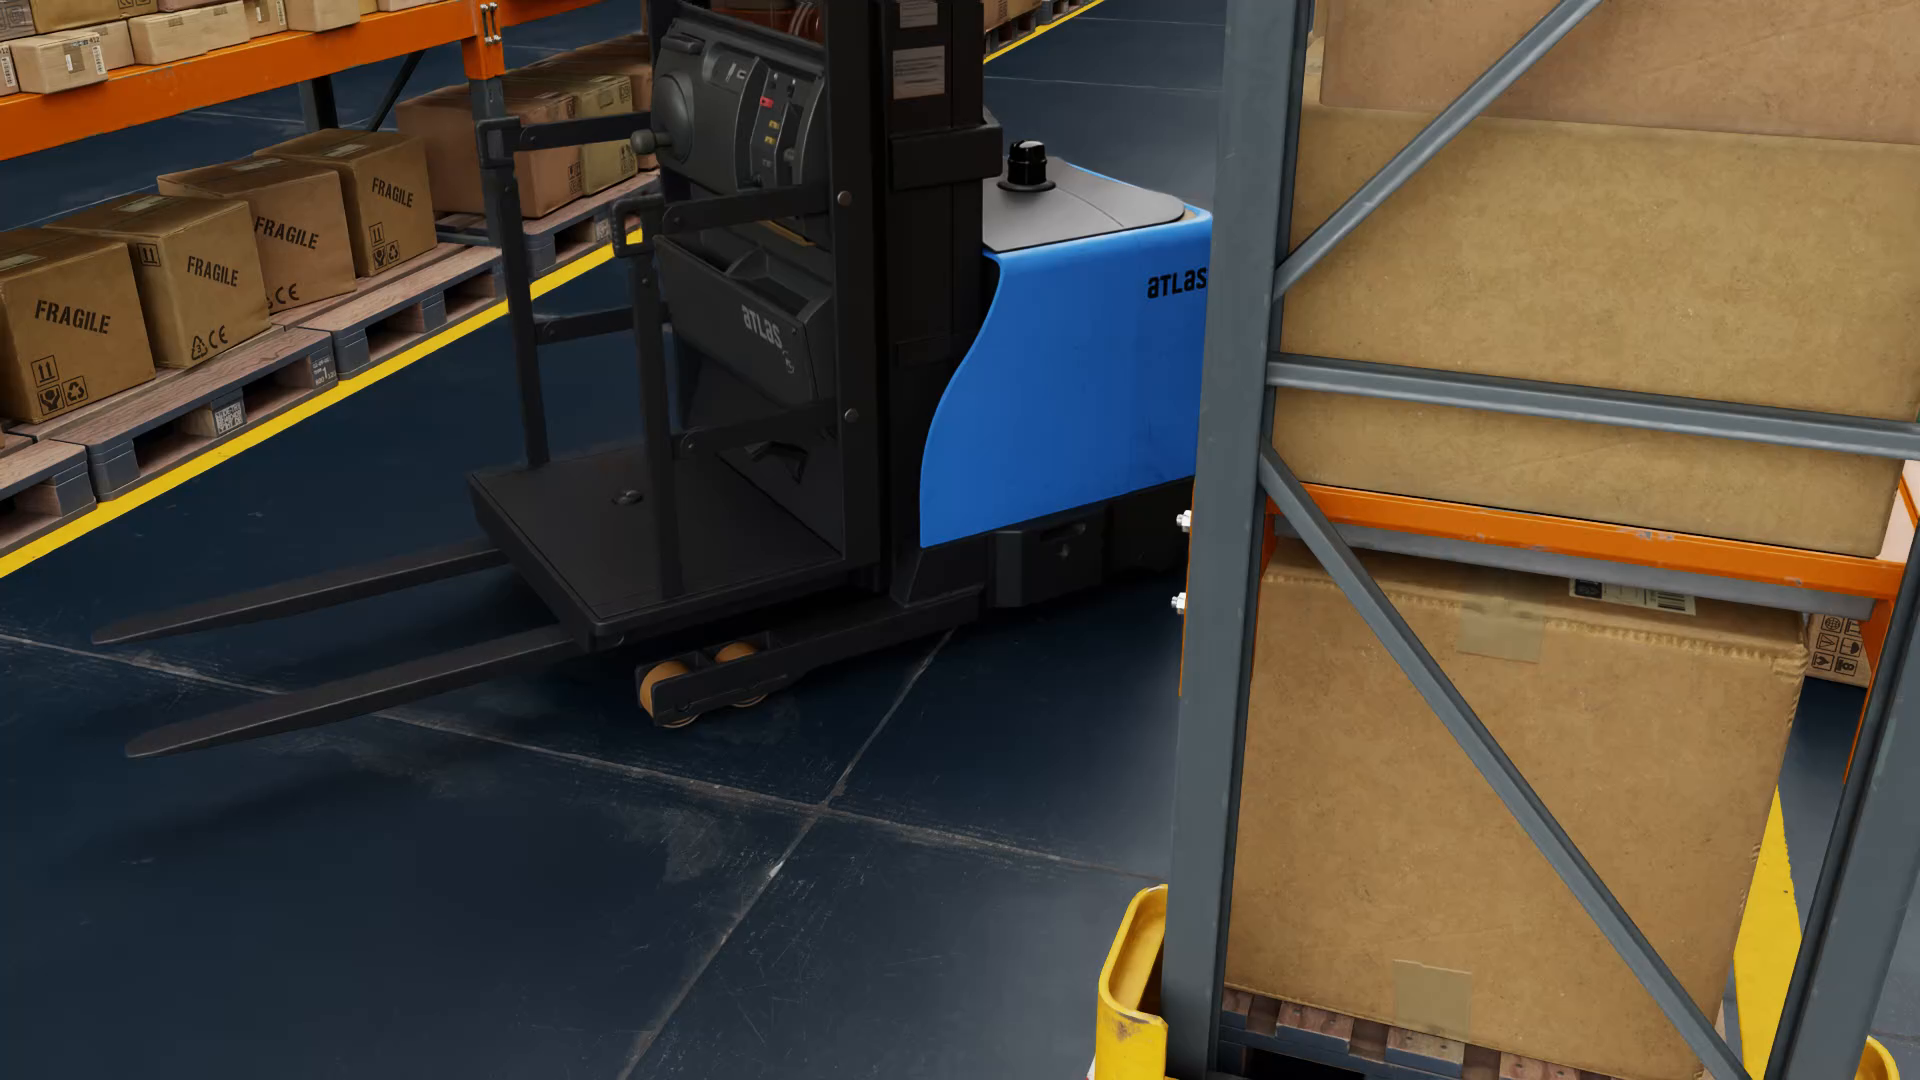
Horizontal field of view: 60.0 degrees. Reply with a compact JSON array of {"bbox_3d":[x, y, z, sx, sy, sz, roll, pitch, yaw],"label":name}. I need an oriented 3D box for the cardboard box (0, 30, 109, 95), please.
[{"bbox_3d":[-2.915,-1.501,5.195,0.380,0.149,0.250,9,27,17],"label":"cardboard box"}]

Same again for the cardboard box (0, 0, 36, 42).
[{"bbox_3d":[-3.356,-1.752,4.970,0.875,0.500,0.500,9,27,17],"label":"cardboard box"}]

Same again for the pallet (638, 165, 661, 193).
[{"bbox_3d":[-1.832,-2.141,9.429,1.003,0.211,1.213,9,27,17],"label":"pallet"}]

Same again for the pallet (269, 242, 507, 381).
[{"bbox_3d":[-2.684,-1.036,7.148,1.003,0.211,1.213,9,27,17],"label":"pallet"}]

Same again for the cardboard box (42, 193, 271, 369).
[{"bbox_3d":[-2.981,-0.975,6.208,0.500,0.500,0.500,6,27,13],"label":"cardboard box"}]

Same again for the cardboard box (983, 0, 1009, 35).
[{"bbox_3d":[-0.323,-4.460,12.975,1.225,0.875,0.875,8,27,16],"label":"cardboard box"}]

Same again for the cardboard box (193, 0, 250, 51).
[{"bbox_3d":[-2.751,-1.822,5.859,0.380,0.149,0.250,9,27,17],"label":"cardboard box"}]

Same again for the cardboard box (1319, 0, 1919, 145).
[{"bbox_3d":[0.978,-0.868,2.190,0.875,0.550,0.550,9,27,17],"label":"cardboard box"}]

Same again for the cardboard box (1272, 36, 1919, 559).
[{"bbox_3d":[0.899,-0.394,2.451,0.875,0.550,0.550,9,27,17],"label":"cardboard box"}]

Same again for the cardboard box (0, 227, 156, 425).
[{"bbox_3d":[-3.209,-0.752,5.748,0.500,0.500,0.500,11,28,22],"label":"cardboard box"}]

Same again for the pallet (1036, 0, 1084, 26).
[{"bbox_3d":[0.495,-4.906,15.141,1.003,0.211,1.213,9,27,17],"label":"pallet"}]

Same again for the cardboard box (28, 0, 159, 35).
[{"bbox_3d":[-3.179,-1.956,5.391,0.875,0.500,0.500,9,27,17],"label":"cardboard box"}]

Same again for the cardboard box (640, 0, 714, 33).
[{"bbox_3d":[-1.525,-3.128,9.771,0.500,0.250,0.500,12,28,23],"label":"cardboard box"}]

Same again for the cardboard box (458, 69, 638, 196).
[{"bbox_3d":[-2.093,-2.088,8.484,0.700,0.500,0.500,9,27,17],"label":"cardboard box"}]

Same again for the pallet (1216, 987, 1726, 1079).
[{"bbox_3d":[1.011,0.747,3.465,1.003,0.211,1.213,9,27,17],"label":"pallet"}]

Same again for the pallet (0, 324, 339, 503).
[{"bbox_3d":[-3.089,-0.533,6.109,1.003,0.211,1.213,9,27,17],"label":"pallet"}]

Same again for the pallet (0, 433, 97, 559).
[{"bbox_3d":[-3.496,-0.034,5.077,1.003,0.211,1.213,9,27,17],"label":"pallet"}]

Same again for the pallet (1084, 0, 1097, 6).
[{"bbox_3d":[0.899,-5.409,16.180,1.003,0.211,1.213,9,27,17],"label":"pallet"}]

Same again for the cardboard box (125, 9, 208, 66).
[{"bbox_3d":[-2.801,-1.714,5.637,0.380,0.149,0.250,9,27,17],"label":"cardboard box"}]

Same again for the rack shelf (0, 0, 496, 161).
[{"bbox_3d":[-3.160,-1.427,5.580,1.077,0.370,4.000,9,27,17],"label":"rack shelf"}]

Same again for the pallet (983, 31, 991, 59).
[{"bbox_3d":[-0.422,-3.774,12.802,1.003,0.211,1.213,9,27,17],"label":"pallet"}]

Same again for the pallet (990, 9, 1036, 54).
[{"bbox_3d":[-0.018,-4.277,13.841,1.003,0.211,1.213,9,27,17],"label":"pallet"}]

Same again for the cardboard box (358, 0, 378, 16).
[{"bbox_3d":[-2.520,-2.133,6.502,0.380,0.149,0.250,9,27,17],"label":"cardboard box"}]

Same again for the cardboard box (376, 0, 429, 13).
[{"bbox_3d":[-2.381,-2.227,6.696,0.380,0.149,0.250,9,27,17],"label":"cardboard box"}]

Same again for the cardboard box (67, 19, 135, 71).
[{"bbox_3d":[-2.957,-1.623,5.447,0.380,0.149,0.250,9,27,17],"label":"cardboard box"}]

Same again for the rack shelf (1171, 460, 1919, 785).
[{"bbox_3d":[1.484,-0.666,4.009,1.077,0.370,4.000,9,27,17],"label":"rack shelf"}]

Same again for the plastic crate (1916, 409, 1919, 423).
[{"bbox_3d":[3.327,-0.311,5.610,0.662,0.188,0.450,-20,23,-36],"label":"plastic crate"}]

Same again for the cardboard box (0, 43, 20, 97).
[{"bbox_3d":[-3.096,-1.413,5.014,0.380,0.149,0.250,9,27,17],"label":"cardboard box"}]

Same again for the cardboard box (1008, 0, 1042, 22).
[{"bbox_3d":[-0.026,-4.827,13.733,1.225,0.875,0.875,9,27,18],"label":"cardboard box"}]

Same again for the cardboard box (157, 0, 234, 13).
[{"bbox_3d":[-2.973,-2.155,5.803,0.875,0.500,0.500,9,27,17],"label":"cardboard box"}]

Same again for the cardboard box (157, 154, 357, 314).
[{"bbox_3d":[-2.848,-1.241,6.758,0.500,0.500,0.500,19,32,34],"label":"cardboard box"}]

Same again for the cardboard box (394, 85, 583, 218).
[{"bbox_3d":[-2.270,-1.895,8.085,0.700,0.500,0.500,7,27,13],"label":"cardboard box"}]

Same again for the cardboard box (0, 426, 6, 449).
[{"bbox_3d":[-3.435,-0.498,5.222,0.500,0.500,0.500,17,30,31],"label":"cardboard box"}]

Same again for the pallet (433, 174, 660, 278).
[{"bbox_3d":[-2.236,-1.638,8.390,1.003,0.211,1.213,9,27,17],"label":"pallet"}]

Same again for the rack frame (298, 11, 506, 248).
[{"bbox_3d":[-2.494,-2.573,7.121,1.000,3.000,0.127,9,27,17],"label":"rack frame"}]

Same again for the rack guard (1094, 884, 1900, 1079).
[{"bbox_3d":[0.810,0.967,2.679,1.175,0.500,0.348,9,27,17],"label":"rack guard"}]

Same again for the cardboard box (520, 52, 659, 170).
[{"bbox_3d":[-1.907,-2.318,8.959,0.700,0.500,0.500,6,27,13],"label":"cardboard box"}]

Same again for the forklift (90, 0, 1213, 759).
[{"bbox_3d":[-0.755,-1.101,4.161,3.031,2.935,1.130,-15,30,-28],"label":"forklift"}]

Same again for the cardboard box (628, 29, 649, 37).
[{"bbox_3d":[-1.540,-2.781,9.916,0.700,0.500,0.500,6,27,13],"label":"cardboard box"}]

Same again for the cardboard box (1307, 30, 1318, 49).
[{"bbox_3d":[1.062,-0.624,2.924,0.875,0.550,0.550,9,27,17],"label":"cardboard box"}]

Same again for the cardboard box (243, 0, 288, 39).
[{"bbox_3d":[-2.706,-1.931,6.084,0.380,0.149,0.250,9,27,17],"label":"cardboard box"}]

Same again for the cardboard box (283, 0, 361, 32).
[{"bbox_3d":[-2.499,-2.014,6.256,0.380,0.149,0.250,9,27,17],"label":"cardboard box"}]

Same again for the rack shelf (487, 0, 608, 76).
[{"bbox_3d":[-1.829,-3.071,8.975,1.077,0.370,4.000,9,27,17],"label":"rack shelf"}]

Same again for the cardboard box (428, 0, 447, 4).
[{"bbox_3d":[-2.288,-2.328,6.905,0.380,0.149,0.250,9,27,17],"label":"cardboard box"}]

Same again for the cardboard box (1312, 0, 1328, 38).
[{"bbox_3d":[1.074,-1.108,2.685,0.875,0.550,0.550,9,27,17],"label":"cardboard box"}]

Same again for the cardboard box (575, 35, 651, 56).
[{"bbox_3d":[-1.722,-2.547,9.432,0.700,0.500,0.500,11,28,22],"label":"cardboard box"}]

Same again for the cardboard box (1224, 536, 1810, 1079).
[{"bbox_3d":[0.982,0.311,3.122,0.875,0.875,0.875,9,27,18],"label":"cardboard box"}]

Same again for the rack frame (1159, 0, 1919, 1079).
[{"bbox_3d":[0.815,-0.168,2.156,0.949,2.616,0.053,9,27,17],"label":"rack frame"}]

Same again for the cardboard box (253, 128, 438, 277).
[{"bbox_3d":[-2.665,-1.478,7.247,0.500,0.500,0.500,8,27,16],"label":"cardboard box"}]

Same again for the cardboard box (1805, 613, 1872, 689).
[{"bbox_3d":[2.601,0.099,4.469,0.500,0.500,0.500,14,29,26],"label":"cardboard box"}]
